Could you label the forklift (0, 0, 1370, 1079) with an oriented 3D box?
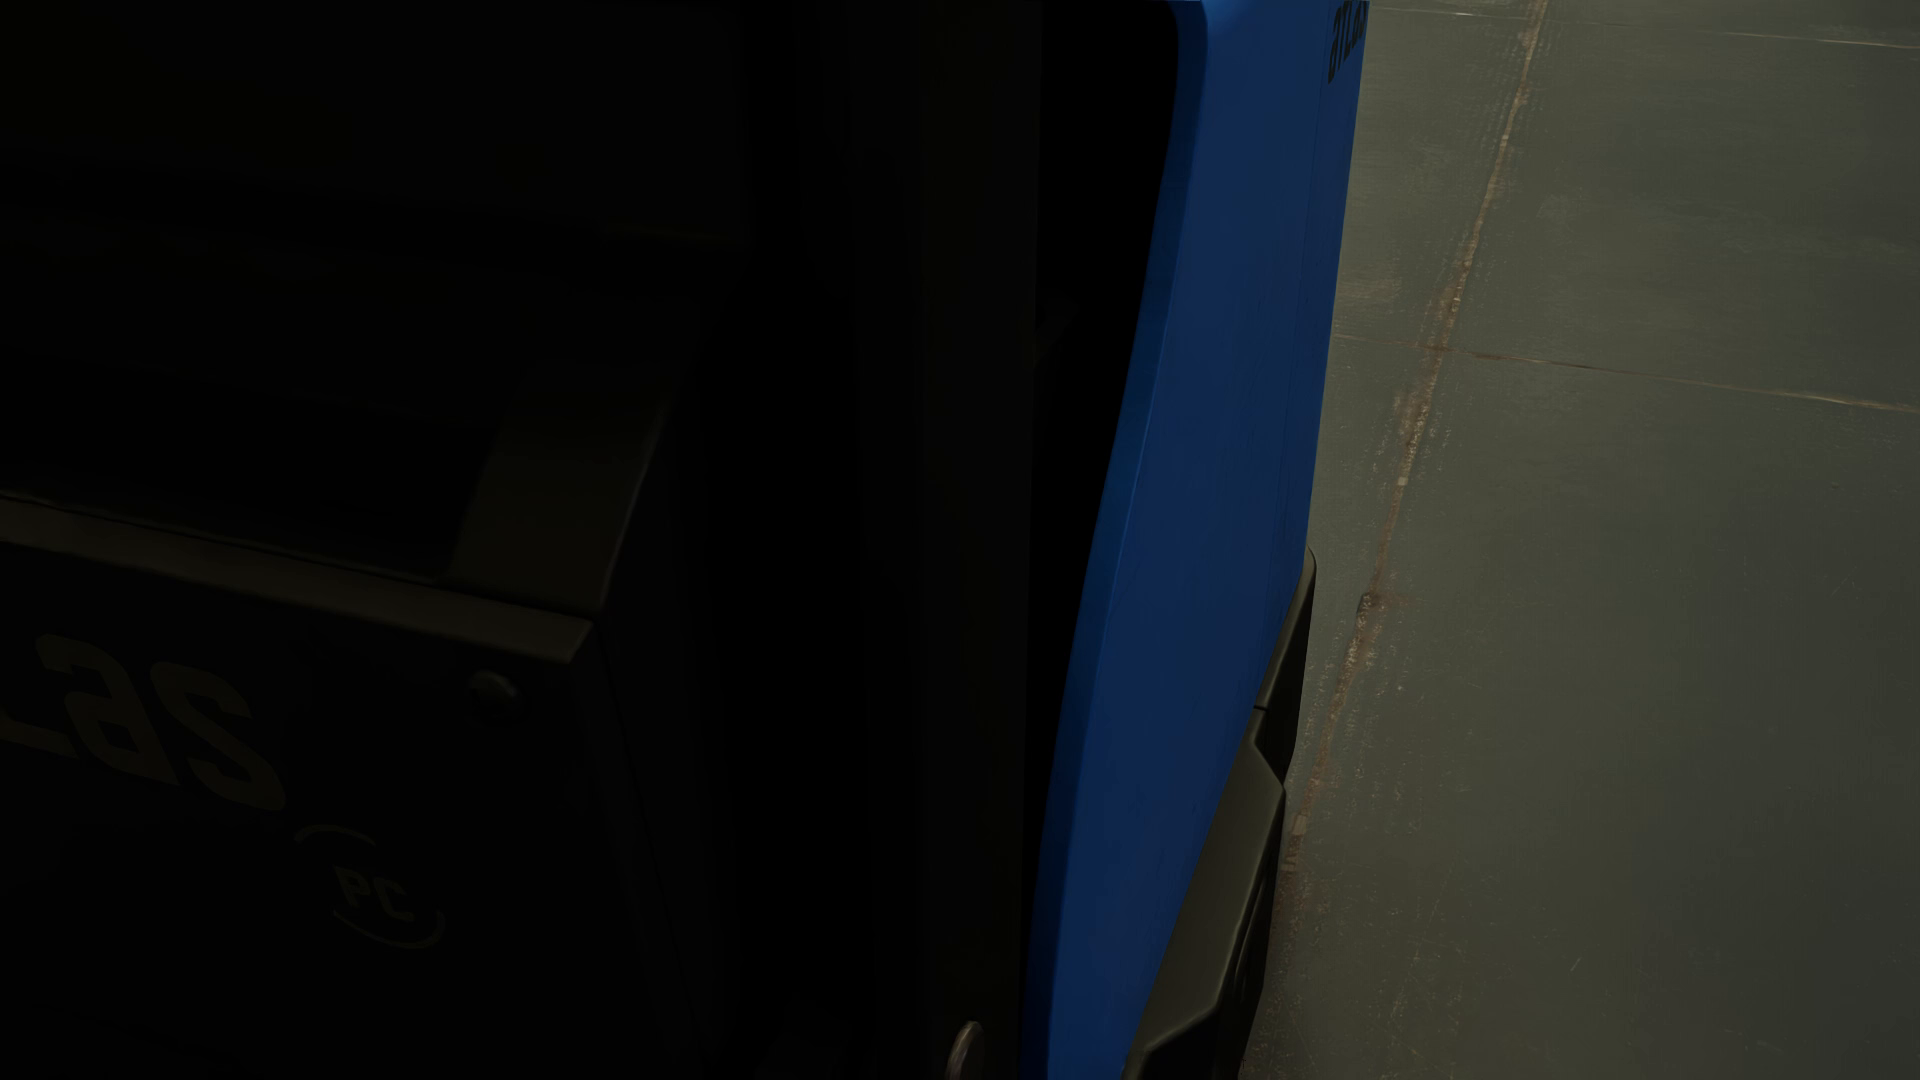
[{"bbox_3d":[-0.588,-0.405,0.241,1.130,2.935,3.031,10,31,17],"label":"forklift"}]
